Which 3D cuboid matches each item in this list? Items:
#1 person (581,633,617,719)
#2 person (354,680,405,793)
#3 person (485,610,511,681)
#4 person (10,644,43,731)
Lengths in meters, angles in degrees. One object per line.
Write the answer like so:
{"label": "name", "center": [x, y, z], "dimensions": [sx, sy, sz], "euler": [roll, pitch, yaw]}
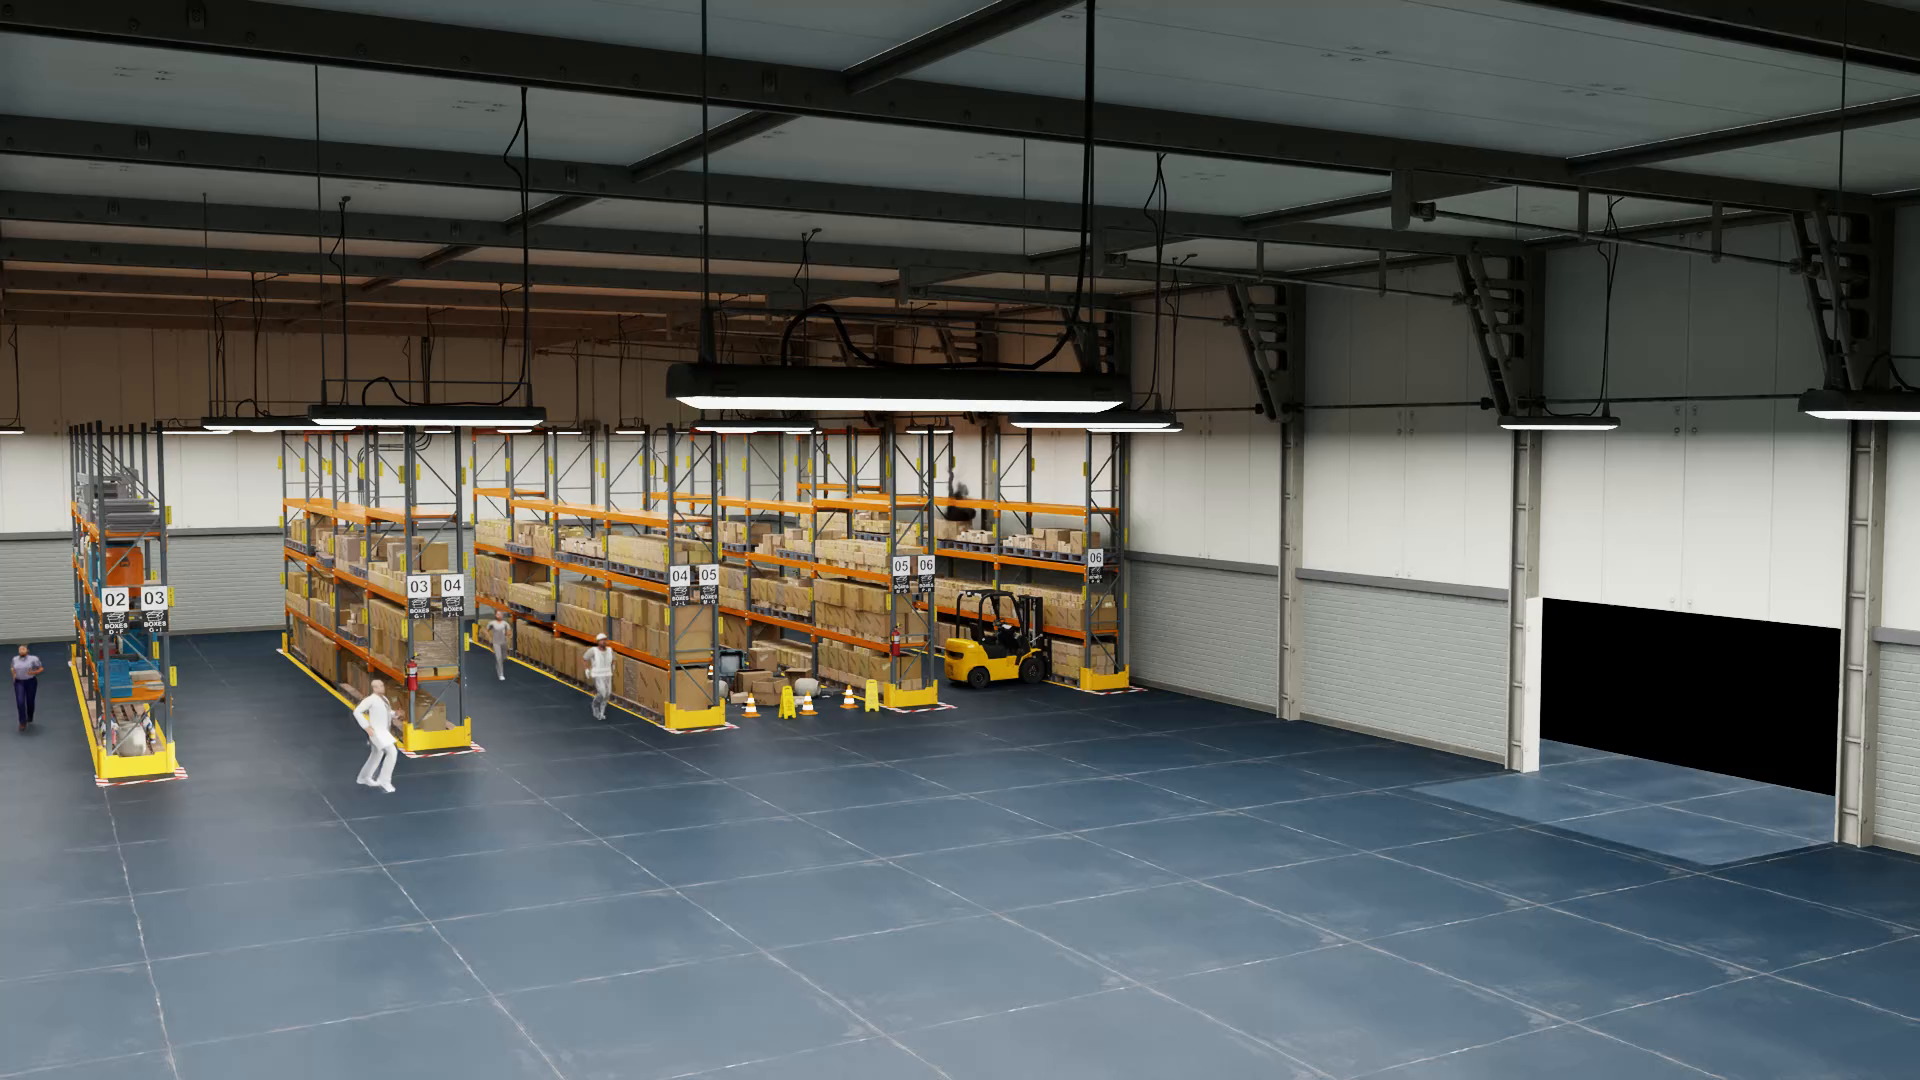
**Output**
{"label": "person", "center": [-7.209, 2.759, 33.573], "dimensions": [0.668, 1.738, 0.634], "euler": [-3, 5, -40]}
{"label": "person", "center": [-9.396, 3.177, 26.919], "dimensions": [0.820, 1.843, 0.674], "euler": [0, 4, -2]}
{"label": "person", "center": [-10.887, 2.461, 39.270], "dimensions": [0.575, 1.645, 0.914], "euler": [-2, 4, -30]}
{"label": "person", "center": [-18.416, 2.883, 32.820], "dimensions": [0.591, 1.659, 0.871], "euler": [-2, 4, -23]}
